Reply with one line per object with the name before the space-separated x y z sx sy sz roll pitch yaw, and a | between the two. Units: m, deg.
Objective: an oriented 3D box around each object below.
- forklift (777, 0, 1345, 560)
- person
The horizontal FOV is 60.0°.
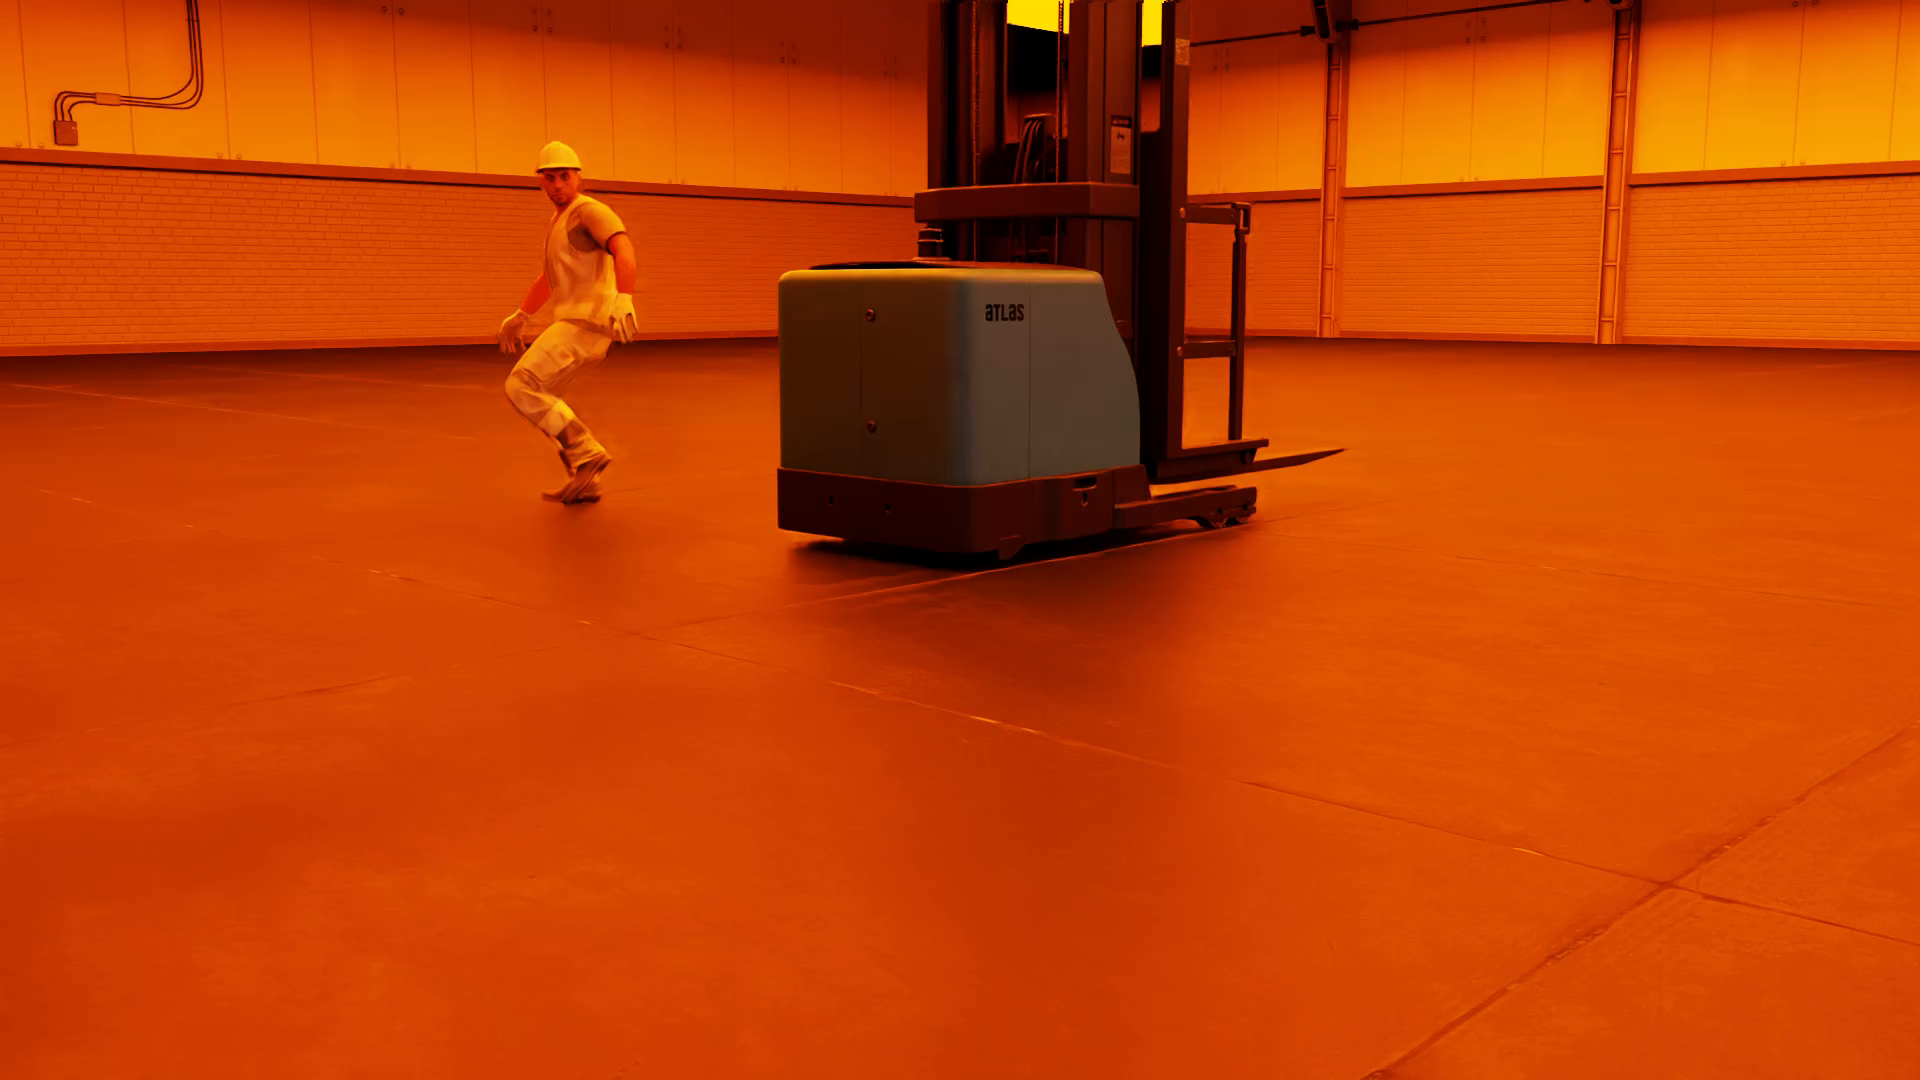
forklift | 0.640 -1.543 7.123 1.130 2.935 3.031 8 11 41
person | -1.824 -0.989 7.700 0.620 1.676 0.831 -2 9 -15
